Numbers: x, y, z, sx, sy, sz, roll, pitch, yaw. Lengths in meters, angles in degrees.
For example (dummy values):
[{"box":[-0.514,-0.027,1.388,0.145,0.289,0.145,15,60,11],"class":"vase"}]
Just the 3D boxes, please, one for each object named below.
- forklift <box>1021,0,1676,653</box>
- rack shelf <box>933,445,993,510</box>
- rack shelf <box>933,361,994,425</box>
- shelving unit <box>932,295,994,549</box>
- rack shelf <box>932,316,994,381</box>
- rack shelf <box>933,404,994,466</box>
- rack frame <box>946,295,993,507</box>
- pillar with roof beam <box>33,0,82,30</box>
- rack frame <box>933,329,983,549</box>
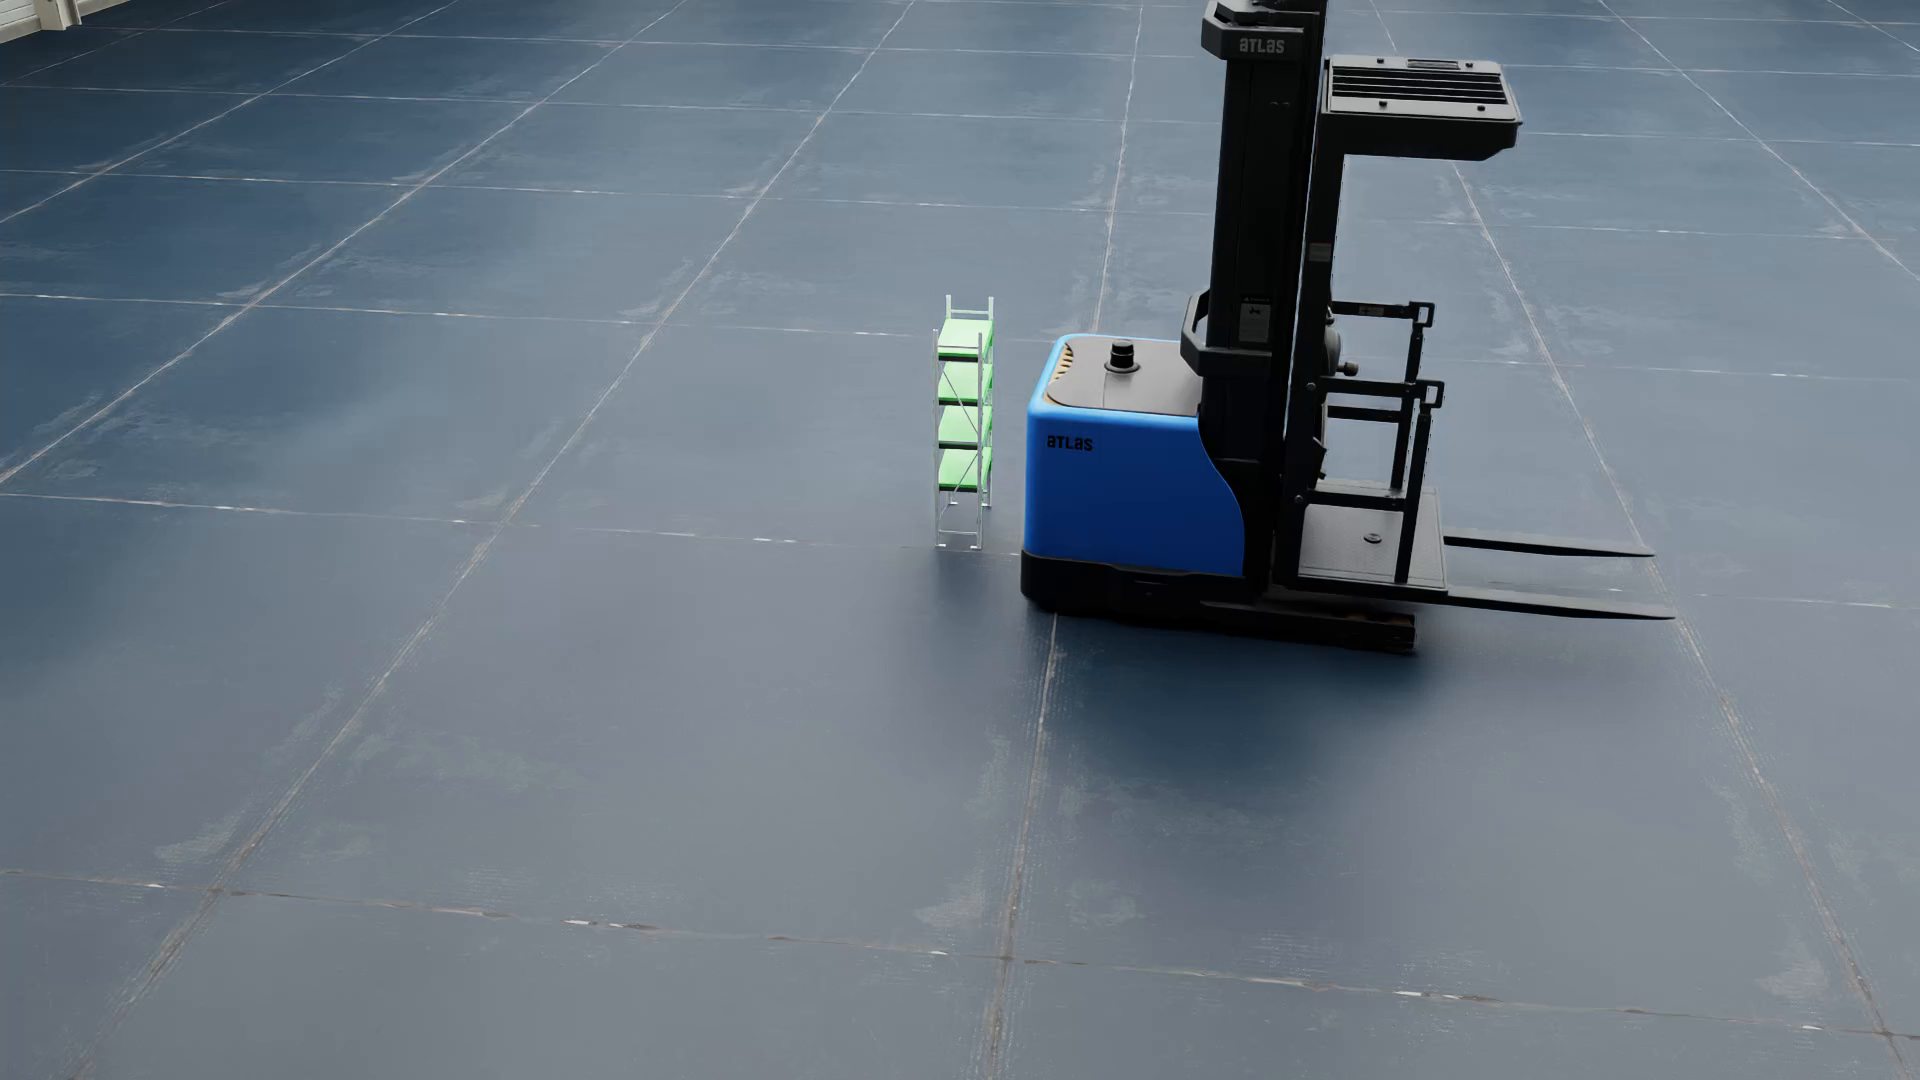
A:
[{"box":[1.867,-1.040,7.590,3.031,2.935,1.130,6,29,10],"class":"forklift"},{"box":[0.020,-0.339,8.754,0.258,0.148,0.480,3,28,6],"class":"rack shelf"},{"box":[0.020,-0.761,8.527,0.258,0.148,0.480,3,28,6],"class":"rack shelf"},{"box":[0.020,-0.606,8.610,0.258,1.200,0.503,3,28,6],"class":"shelving unit"},{"box":[0.020,-0.972,8.413,0.258,0.148,0.480,3,28,6],"class":"rack shelf"},{"box":[0.020,-0.550,8.640,0.258,0.148,0.480,3,28,6],"class":"rack shelf"},{"box":[0.050,-0.721,8.823,0.240,1.200,0.015,3,28,6],"class":"rack frame"},{"box":[-6.805,-10.037,17.893,9.100,9.000,0.400,3,28,6],"class":"pillar with roof beam"},{"box":[-0.010,-0.491,8.397,0.240,1.200,0.015,3,28,6],"class":"rack frame"}]
